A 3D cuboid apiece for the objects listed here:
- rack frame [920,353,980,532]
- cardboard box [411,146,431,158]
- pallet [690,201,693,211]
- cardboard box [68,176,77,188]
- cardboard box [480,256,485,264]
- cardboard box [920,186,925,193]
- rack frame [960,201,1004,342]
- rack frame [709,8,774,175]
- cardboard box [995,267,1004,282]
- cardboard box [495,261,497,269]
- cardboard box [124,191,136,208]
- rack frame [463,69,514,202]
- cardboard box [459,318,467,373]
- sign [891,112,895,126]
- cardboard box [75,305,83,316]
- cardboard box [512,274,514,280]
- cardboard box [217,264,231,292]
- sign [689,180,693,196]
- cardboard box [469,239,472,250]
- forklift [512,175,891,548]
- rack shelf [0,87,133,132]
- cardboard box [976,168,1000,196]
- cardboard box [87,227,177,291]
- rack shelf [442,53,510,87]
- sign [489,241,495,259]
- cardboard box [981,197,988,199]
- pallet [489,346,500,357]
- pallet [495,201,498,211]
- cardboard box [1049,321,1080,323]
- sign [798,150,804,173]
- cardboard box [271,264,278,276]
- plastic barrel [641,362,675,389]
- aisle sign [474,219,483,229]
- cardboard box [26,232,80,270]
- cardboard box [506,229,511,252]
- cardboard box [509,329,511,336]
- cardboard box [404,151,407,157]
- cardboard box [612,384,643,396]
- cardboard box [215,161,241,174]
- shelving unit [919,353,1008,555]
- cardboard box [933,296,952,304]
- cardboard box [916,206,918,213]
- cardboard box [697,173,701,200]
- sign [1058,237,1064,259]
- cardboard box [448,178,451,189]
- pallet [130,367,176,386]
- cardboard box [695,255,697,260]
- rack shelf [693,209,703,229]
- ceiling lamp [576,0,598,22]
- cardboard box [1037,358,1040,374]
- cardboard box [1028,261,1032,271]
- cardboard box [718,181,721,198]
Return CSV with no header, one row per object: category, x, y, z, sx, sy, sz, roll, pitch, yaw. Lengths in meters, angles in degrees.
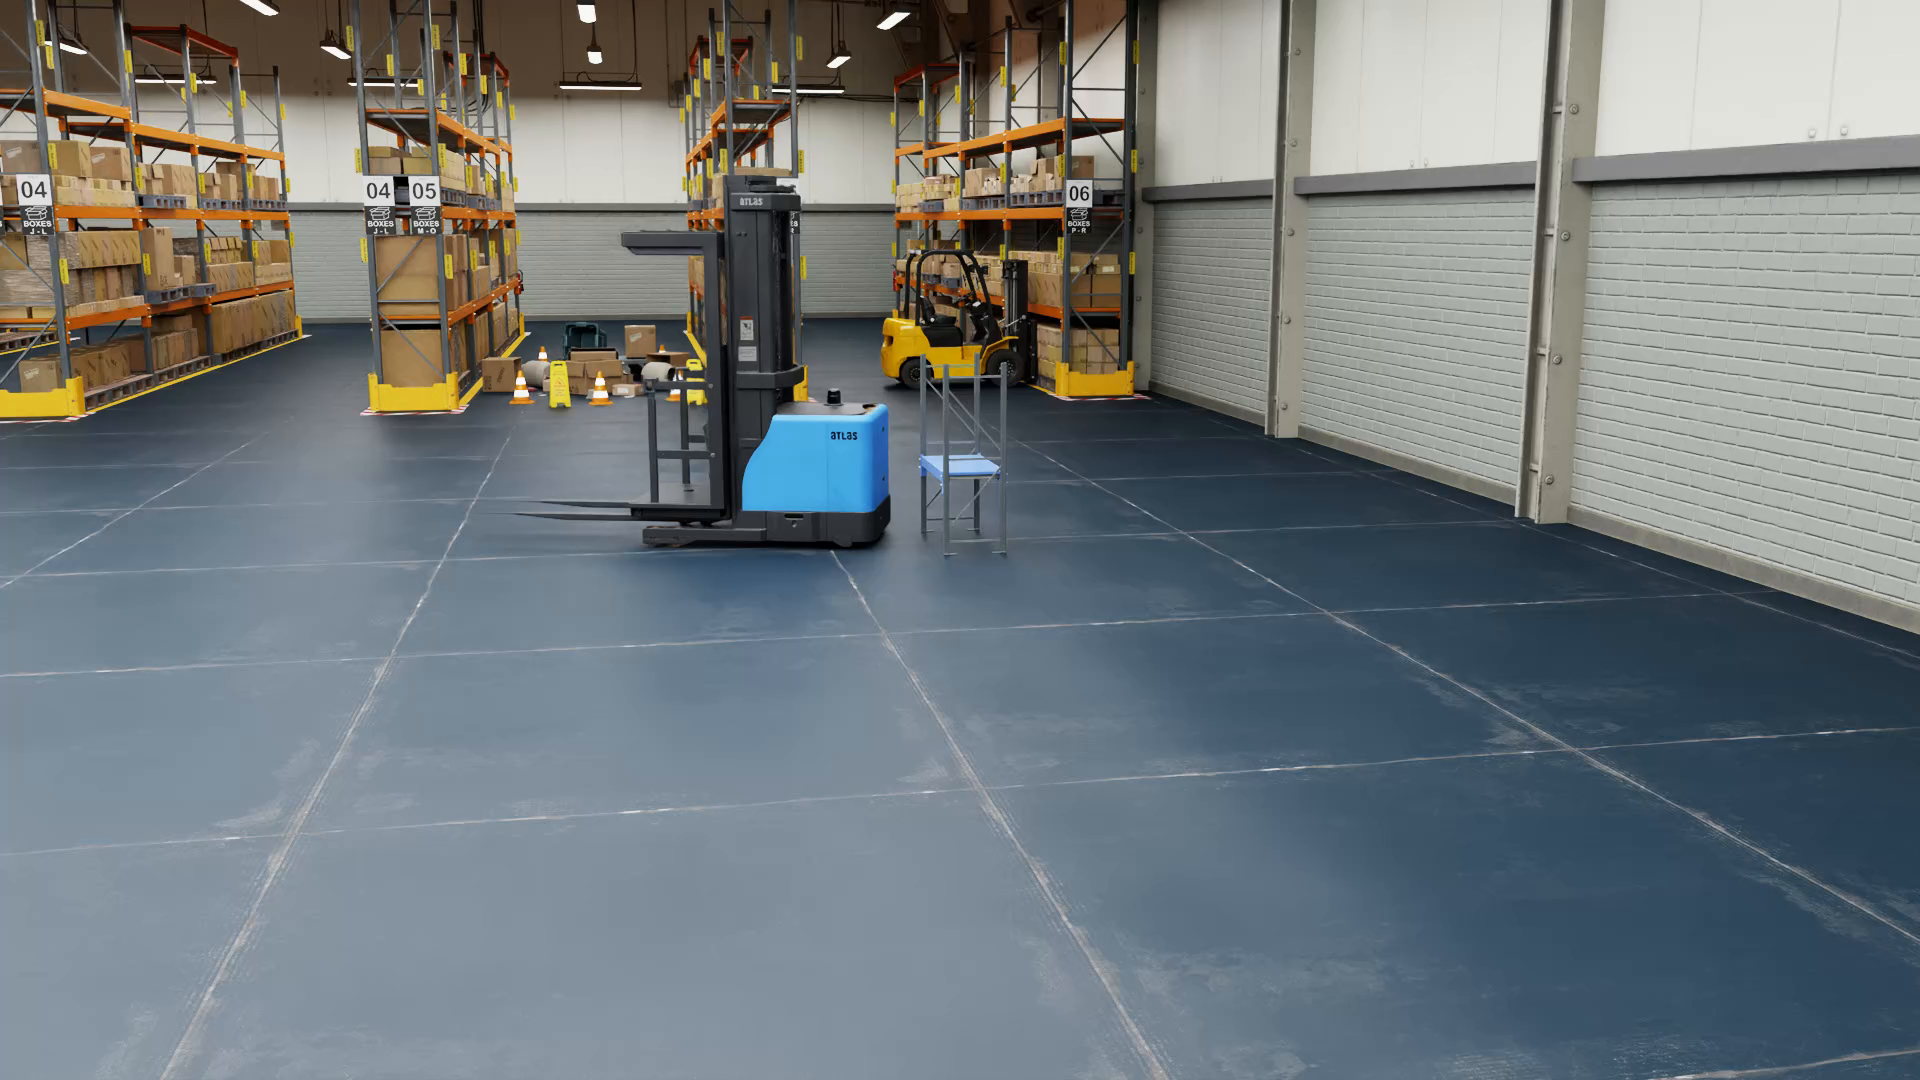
rack frame,-0.082,-0.814,13.964,0.500,1.500,0.032,-2,11,-11
cardboard box,-7.409,-5.388,23.107,0.380,0.149,0.250,-2,11,-10
pallet,-5.537,-7.521,37.403,1.003,0.211,1.213,-2,11,-11
cardboard box,-12.476,-4.956,23.025,0.380,0.149,0.250,-2,11,-9
cardboard box,-9.113,-5.253,31.229,0.380,0.149,0.250,-2,11,-11
cardboard box,-0.658,-7.579,35.958,0.380,0.149,0.250,-2,11,-9
rack frame,0.492,-5.165,32.809,1.000,3.000,0.127,-2,11,-11
rack frame,-3.598,-7.197,27.442,1.000,3.000,0.127,-2,11,-11
cardboard box,0.924,-4.684,29.346,0.500,0.250,0.500,-2,11,-12
cardboard box,-9.621,-5.588,33.786,0.380,0.149,0.250,-2,11,-9
cardboard box,-12.974,-5.215,25.453,0.500,0.250,0.500,-2,11,-9
rack frame,-10.768,-9.199,37.962,1.000,3.000,0.127,-2,11,-11
cardboard box,-8.380,-3.096,26.499,0.875,0.875,0.875,-2,11,-10
sign,-1.596,-10.057,39.759,0.100,0.325,0.005,-2,11,-11
cardboard box,-12.426,-3.186,23.087,0.380,0.149,0.250,-2,11,-11
cardboard box,-10.280,-5.941,37.559,0.380,0.149,0.250,-2,11,-9
cardboard box,-14.130,-4.960,31.464,0.500,0.500,0.500,-2,11,-12
sign,-5.698,-7.463,35.268,0.100,0.325,0.005,-2,11,-11
cardboard box,-8.833,-4.962,28.803,0.700,0.500,0.500,-2,11,-12
forklift,-2.139,-1.475,13.605,3.031,2.935,1.130,1,11,5
rack shelf,-12.930,-6.115,23.689,1.077,0.370,4.000,-2,11,-11
cardboard box,0.592,-6.614,30.745,0.500,0.500,0.500,-2,11,-10
cardboard box,-13.336,-4.541,26.806,1.000,1.000,1.000,-2,11,-11
rack shelf,-10.379,-10.112,35.791,1.077,0.370,4.000,-2,11,-11
sign,-8.668,-5.375,30.815,0.100,0.325,0.005,-2,11,-11
cardboard box,0.623,-6.883,33.147,0.380,0.149,0.250,-2,11,-11
pallet,-9.363,-3.558,31.828,1.003,0.211,1.213,-2,11,-11
pallet,-9.770,-6.593,32.791,1.213,0.211,1.003,-2,11,-11
cardboard box,1.754,-3.509,27.666,0.500,0.250,0.500,-2,11,-11
sign,-2.288,-5.439,23.890,0.100,0.325,0.005,-2,11,-11
cardboard box,-14.996,-5.802,35.762,0.500,0.250,0.500,-2,11,-11
plastic barrel,-4.707,-2.574,26.090,0.512,0.421,0.421,6,12,28
aisle sign,-11.077,-7.532,38.293,0.394,0.787,0.004,-2,11,-11
cardboard box,-12.381,-3.953,22.706,0.500,0.500,0.500,-2,11,-11
cardboard box,-10.022,-6.485,36.007,0.500,0.500,0.500,-2,11,-10
cardboard box,-9.746,-4.403,35.308,0.380,0.149,0.250,-3,11,-13
cardboard box,-8.351,-5.644,24.454,0.380,0.149,0.250,-2,11,-11
cardboard box,-5.057,-2.283,25.291,0.380,0.149,0.250,4,11,18
cardboard box,-15.052,-7.676,34.317,0.500,0.250,0.500,-3,11,-15
shelving unit,0.017,-0.721,13.474,0.538,1.500,1.048,-2,11,-11
cardboard box,-0.380,-5.220,36.132,0.380,0.149,0.250,-3,11,-14
cardboard box,-0.777,-7.443,37.431,0.380,0.149,0.250,-2,11,-11
cardboard box,-4.755,-6.887,32.446,0.700,0.500,0.500,-3,11,-14
sign,1.513,-4.365,24.879,0.100,0.325,0.005,-2,11,-11
cardboard box,-7.605,-5.183,24.164,0.380,0.149,0.250,-2,11,-11
pallet,-13.472,-2.662,27.120,1.003,0.211,1.213,-2,11,-11
cardboard box,-5.351,-6.166,35.130,0.500,0.500,0.500,-2,11,-10
rack shelf,-4.765,-6.470,33.571,1.077,0.370,4.000,-2,11,-11
ceiling lamp,-5.715,-9.960,26.349,0.800,3.185,2.000,-2,11,-11
cardboard box,1.471,-2.811,26.675,0.500,0.250,0.500,-2,11,-10
cardboard box,1.295,-4.495,27.288,0.380,0.149,0.250,-2,11,-13
cardboard box,-3.487,-5.426,25.766,0.500,0.250,0.500,-2,11,-10
